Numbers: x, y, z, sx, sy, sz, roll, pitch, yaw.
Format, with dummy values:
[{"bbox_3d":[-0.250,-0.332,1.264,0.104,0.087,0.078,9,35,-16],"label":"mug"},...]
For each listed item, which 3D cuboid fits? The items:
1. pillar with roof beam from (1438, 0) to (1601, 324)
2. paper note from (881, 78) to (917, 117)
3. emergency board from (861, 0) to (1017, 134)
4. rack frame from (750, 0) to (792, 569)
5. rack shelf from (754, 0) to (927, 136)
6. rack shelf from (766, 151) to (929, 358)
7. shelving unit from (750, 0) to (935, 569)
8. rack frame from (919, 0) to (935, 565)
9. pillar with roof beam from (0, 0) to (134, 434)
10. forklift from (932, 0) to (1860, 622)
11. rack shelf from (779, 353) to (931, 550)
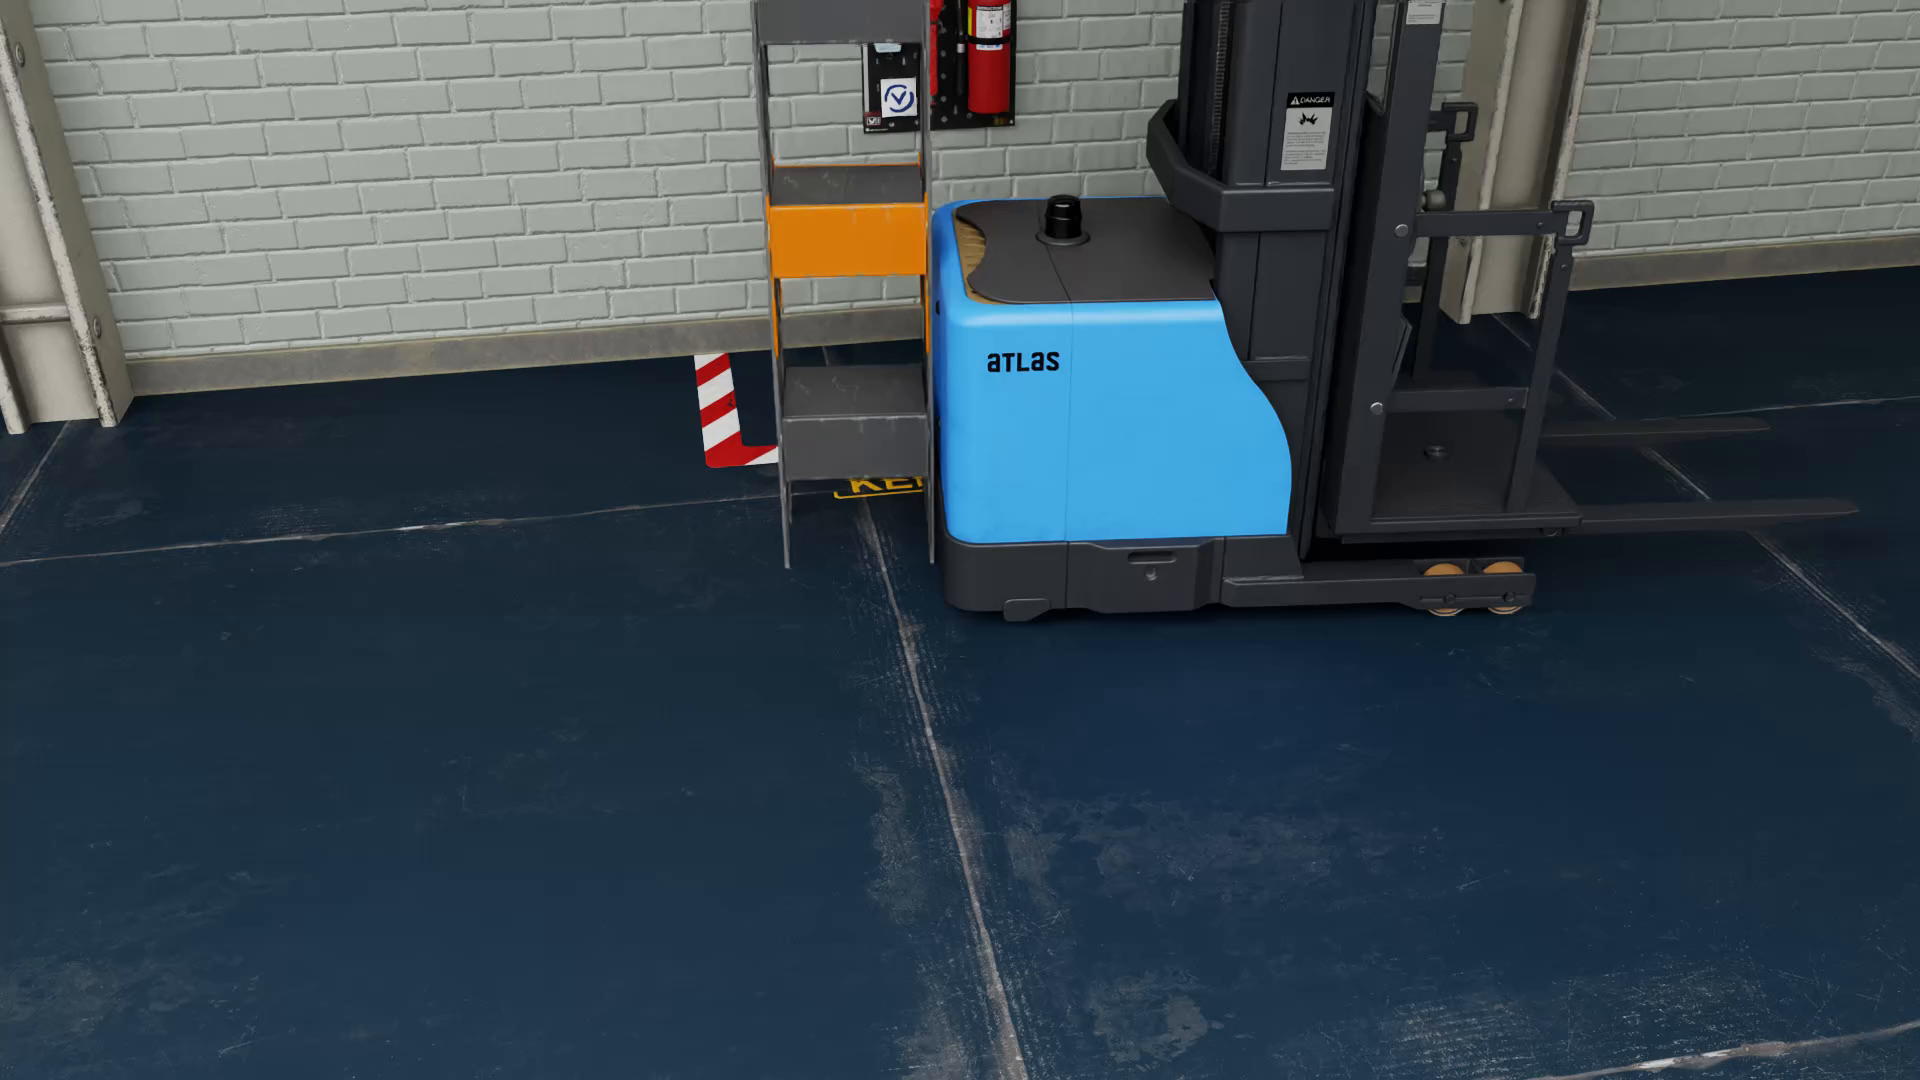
[{"bbox_3d":[3.155,-2.786,1.609,0.400,9.000,9.100,-5,31,-9],"label":"pillar with roof beam"},{"bbox_3d":[-0.245,-1.778,6.683,0.142,0.148,0.016,-5,31,-9],"label":"paper note"},{"bbox_3d":[-0.058,-2.139,6.429,0.643,1.169,0.194,-5,31,-9],"label":"emergency board"},{"bbox_3d":[-0.592,-0.908,5.222,0.015,2.100,0.400,-2,31,-3],"label":"rack frame"},{"bbox_3d":[-0.348,-1.507,4.888,0.480,0.518,0.431,-2,31,-3],"label":"rack shelf"},{"bbox_3d":[-0.348,-0.904,5.242,0.480,0.518,0.431,-2,31,-3],"label":"rack shelf"},{"bbox_3d":[-0.348,-0.916,5.236,0.503,2.100,0.431,-2,31,-3],"label":"shelving unit"},{"bbox_3d":[-0.105,-0.923,5.249,0.015,2.100,0.400,-2,31,-3],"label":"rack frame"},{"bbox_3d":[-2.747,-2.238,0.678,0.400,9.000,9.100,-5,31,-9],"label":"pillar with roof beam"},{"bbox_3d":[1.434,-1.286,5.046,3.031,2.935,1.130,-2,31,-3],"label":"forklift"},{"bbox_3d":[-0.348,-0.300,5.597,0.480,0.518,0.431,-2,31,-3],"label":"rack shelf"}]
